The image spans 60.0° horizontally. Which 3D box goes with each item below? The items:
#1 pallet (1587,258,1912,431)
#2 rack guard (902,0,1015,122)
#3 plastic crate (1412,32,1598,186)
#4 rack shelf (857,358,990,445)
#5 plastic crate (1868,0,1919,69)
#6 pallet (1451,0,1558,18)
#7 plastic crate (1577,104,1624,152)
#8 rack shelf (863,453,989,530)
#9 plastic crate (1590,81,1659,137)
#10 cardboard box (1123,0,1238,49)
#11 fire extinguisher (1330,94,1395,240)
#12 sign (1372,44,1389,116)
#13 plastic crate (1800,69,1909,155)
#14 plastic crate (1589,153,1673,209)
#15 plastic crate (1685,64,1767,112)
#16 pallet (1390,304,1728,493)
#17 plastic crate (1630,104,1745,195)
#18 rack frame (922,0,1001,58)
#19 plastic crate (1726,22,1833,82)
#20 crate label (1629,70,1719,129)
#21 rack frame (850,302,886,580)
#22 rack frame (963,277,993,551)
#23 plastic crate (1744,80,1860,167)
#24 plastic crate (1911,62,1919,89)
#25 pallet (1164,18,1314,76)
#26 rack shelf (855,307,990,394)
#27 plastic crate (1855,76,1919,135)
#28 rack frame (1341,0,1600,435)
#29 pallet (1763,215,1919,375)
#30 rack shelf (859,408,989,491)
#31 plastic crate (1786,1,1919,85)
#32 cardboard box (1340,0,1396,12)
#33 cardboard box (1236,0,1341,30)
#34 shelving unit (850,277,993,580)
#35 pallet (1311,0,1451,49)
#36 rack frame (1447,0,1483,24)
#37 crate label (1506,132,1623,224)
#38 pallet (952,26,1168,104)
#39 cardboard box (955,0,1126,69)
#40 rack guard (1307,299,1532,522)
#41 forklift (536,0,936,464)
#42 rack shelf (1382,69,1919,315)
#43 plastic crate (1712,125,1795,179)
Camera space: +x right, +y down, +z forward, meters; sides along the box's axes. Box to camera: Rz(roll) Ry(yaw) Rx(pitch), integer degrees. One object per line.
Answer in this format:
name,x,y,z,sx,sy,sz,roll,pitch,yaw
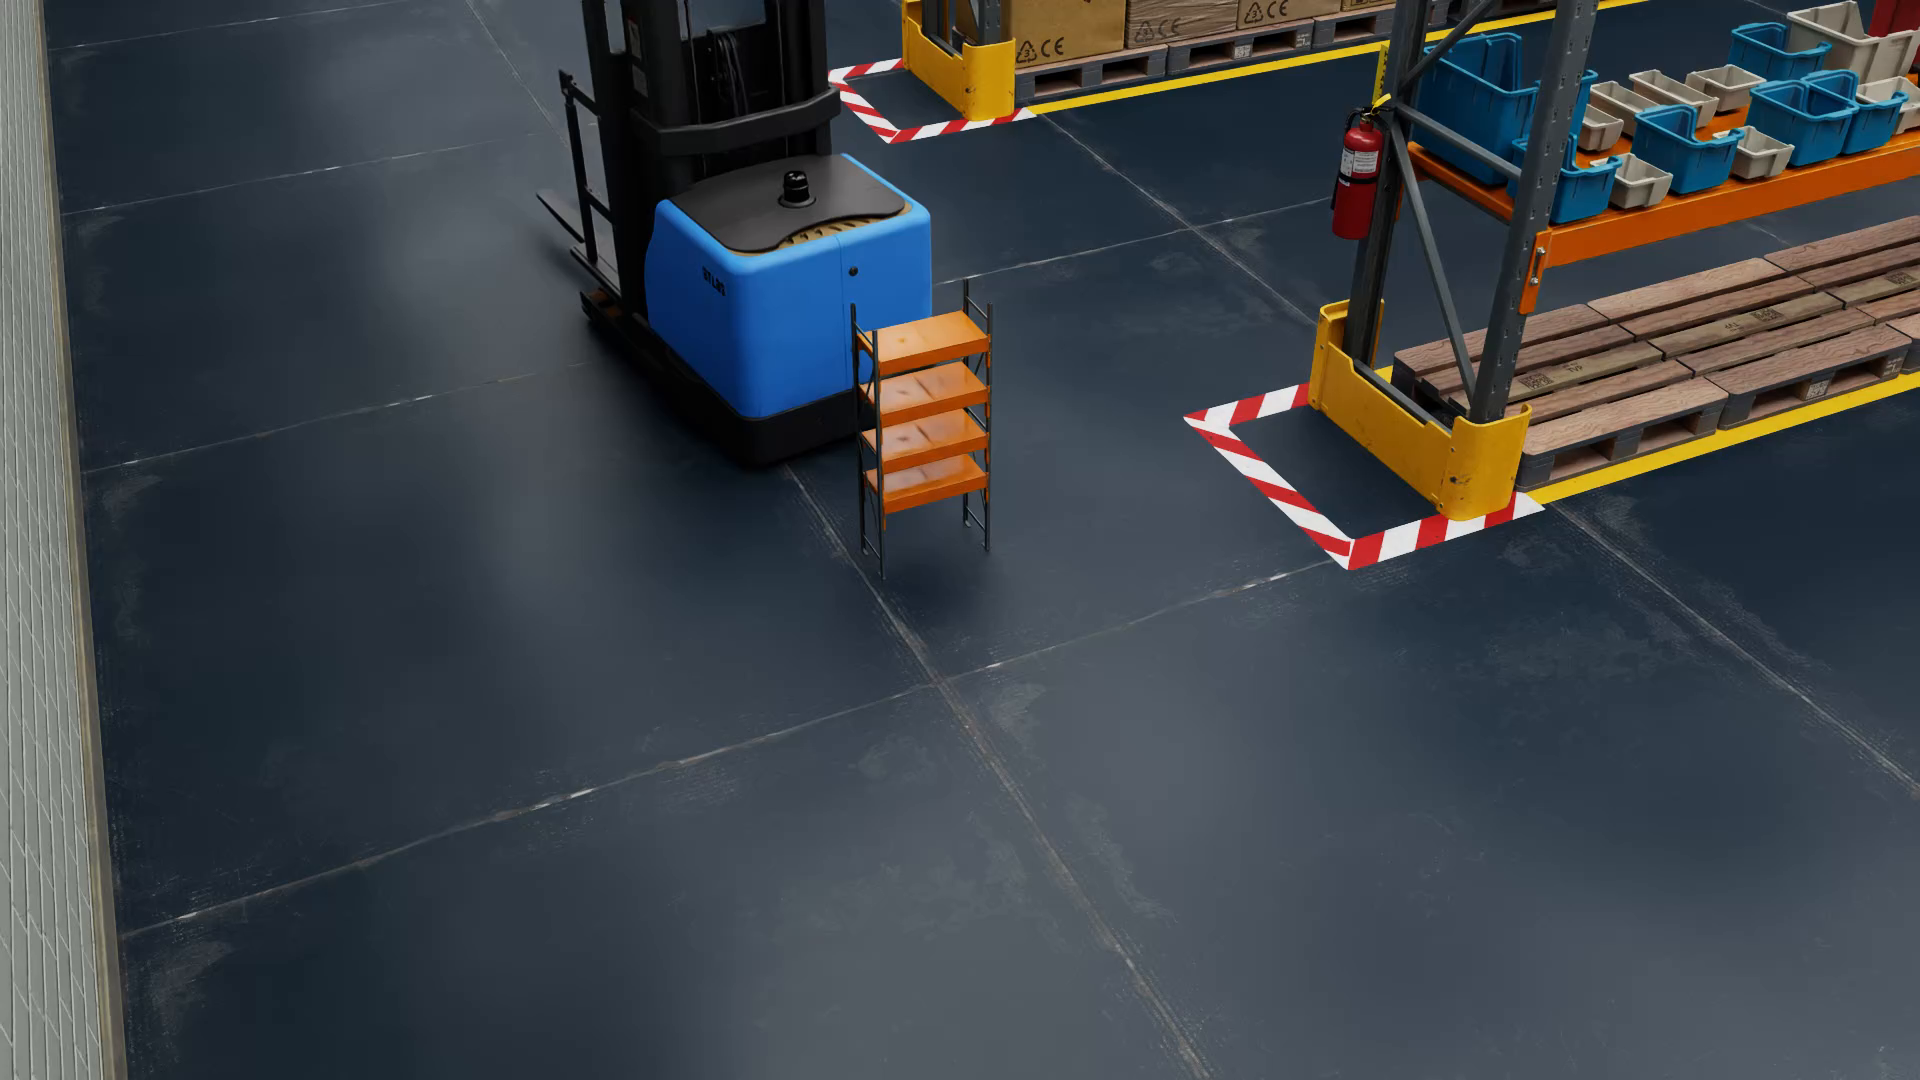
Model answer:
pallet,3.970,-1.019,8.447,1.213,0.211,1.003,-16,39,-20
rack guard,-0.022,-3.306,11.288,0.348,0.500,1.175,-16,39,-20
plastic crate,2.328,-1.869,7.172,0.499,0.435,0.616,-16,39,-20
rack shelf,-0.150,-0.566,6.743,0.480,0.148,0.258,-16,39,-20
plastic crate,4.810,-2.617,8.156,0.583,0.464,0.402,-16,39,-20
pallet,4.287,-4.445,13.065,1.213,0.211,1.003,-16,39,-20
plastic crate,2.765,-1.867,7.421,0.243,0.136,0.396,-16,39,-20
rack shelf,-0.150,-0.226,6.994,0.480,0.148,0.258,-16,39,-20
plastic crate,3.034,-1.933,7.509,0.243,0.136,0.396,-16,39,-20
cardboard box,1.369,-4.067,11.646,0.875,0.875,0.875,-16,39,-20
fire extinguisher,1.774,-1.671,7.363,0.183,0.674,0.296,-16,39,-20
sign,1.856,-2.003,7.296,0.005,0.325,0.100,-16,39,-20
plastic crate,3.931,-1.896,7.379,0.300,0.233,0.416,-16,39,-20
plastic crate,2.793,-1.485,6.905,0.298,0.136,0.250,-16,39,-20
plastic crate,3.536,-2.102,7.736,0.250,0.136,0.298,-16,39,-20
pallet,2.867,-0.713,8.034,1.213,0.211,1.003,-16,39,-20
plastic crate,3.063,-1.654,7.052,0.300,0.233,0.416,-16,39,-20
rack frame,0.000,-4.316,10.551,0.127,3.000,1.000,-16,39,-20
plastic crate,3.854,-2.260,7.869,0.300,0.233,0.416,-16,39,-20
crate label,3.276,-2.017,7.622,0.243,0.136,0.396,-16,39,-20
rack frame,-0.371,-0.378,6.753,0.015,1.200,0.240,-16,39,-20
rack frame,0.071,-0.502,6.919,0.015,1.200,0.240,-16,39,-20
plastic crate,3.659,-1.820,7.276,0.300,0.233,0.416,-16,39,-20
plastic crate,4.826,-2.143,7.802,0.590,0.125,0.437,-16,39,-20
pallet,1.793,-3.747,12.125,1.213,0.211,1.003,-16,39,-20
rack shelf,-0.150,-0.756,6.602,0.480,0.148,0.258,-16,39,-20
plastic crate,4.276,-1.973,7.563,0.466,0.136,0.293,-16,39,-20
rack frame,2.104,-1.645,6.950,0.127,3.000,1.000,-16,39,-20
pallet,5.076,-1.331,8.867,1.213,0.211,1.003,-16,39,-20
rack shelf,-0.150,-0.386,6.876,0.480,0.148,0.258,-16,39,-20
plastic crate,4.264,-2.347,7.945,0.530,0.282,0.437,-16,39,-20
cardboard box,2.989,-4.520,12.257,0.875,0.875,0.875,-16,39,-20
cardboard box,2.174,-4.292,11.950,0.875,0.875,0.875,-16,39,-20
shelving unit,-0.150,-0.440,6.836,0.503,1.200,0.258,-16,39,-20
pallet,2.899,-4.058,12.544,1.213,0.211,1.003,-16,39,-20
rack frame,3.621,-5.329,11.916,0.127,3.000,1.000,-16,39,-20
crate label,2.467,-1.487,6.827,0.303,0.233,0.416,-16,39,-20
pallet,0.690,-3.441,11.712,1.213,0.211,1.003,-16,39,-20
cardboard box,0.545,-3.837,11.336,0.875,0.875,0.875,-16,39,-20
rack guard,2.088,-0.628,7.677,0.348,0.500,1.175,-16,39,-20
forklift,-1.340,-2.367,7.981,1.130,2.935,3.031,-21,42,-26
rack shelf,3.915,-1.862,7.847,4.000,0.370,1.077,-16,39,-20
plastic crate,3.407,-1.657,7.136,0.298,0.136,0.250,-16,39,-20
